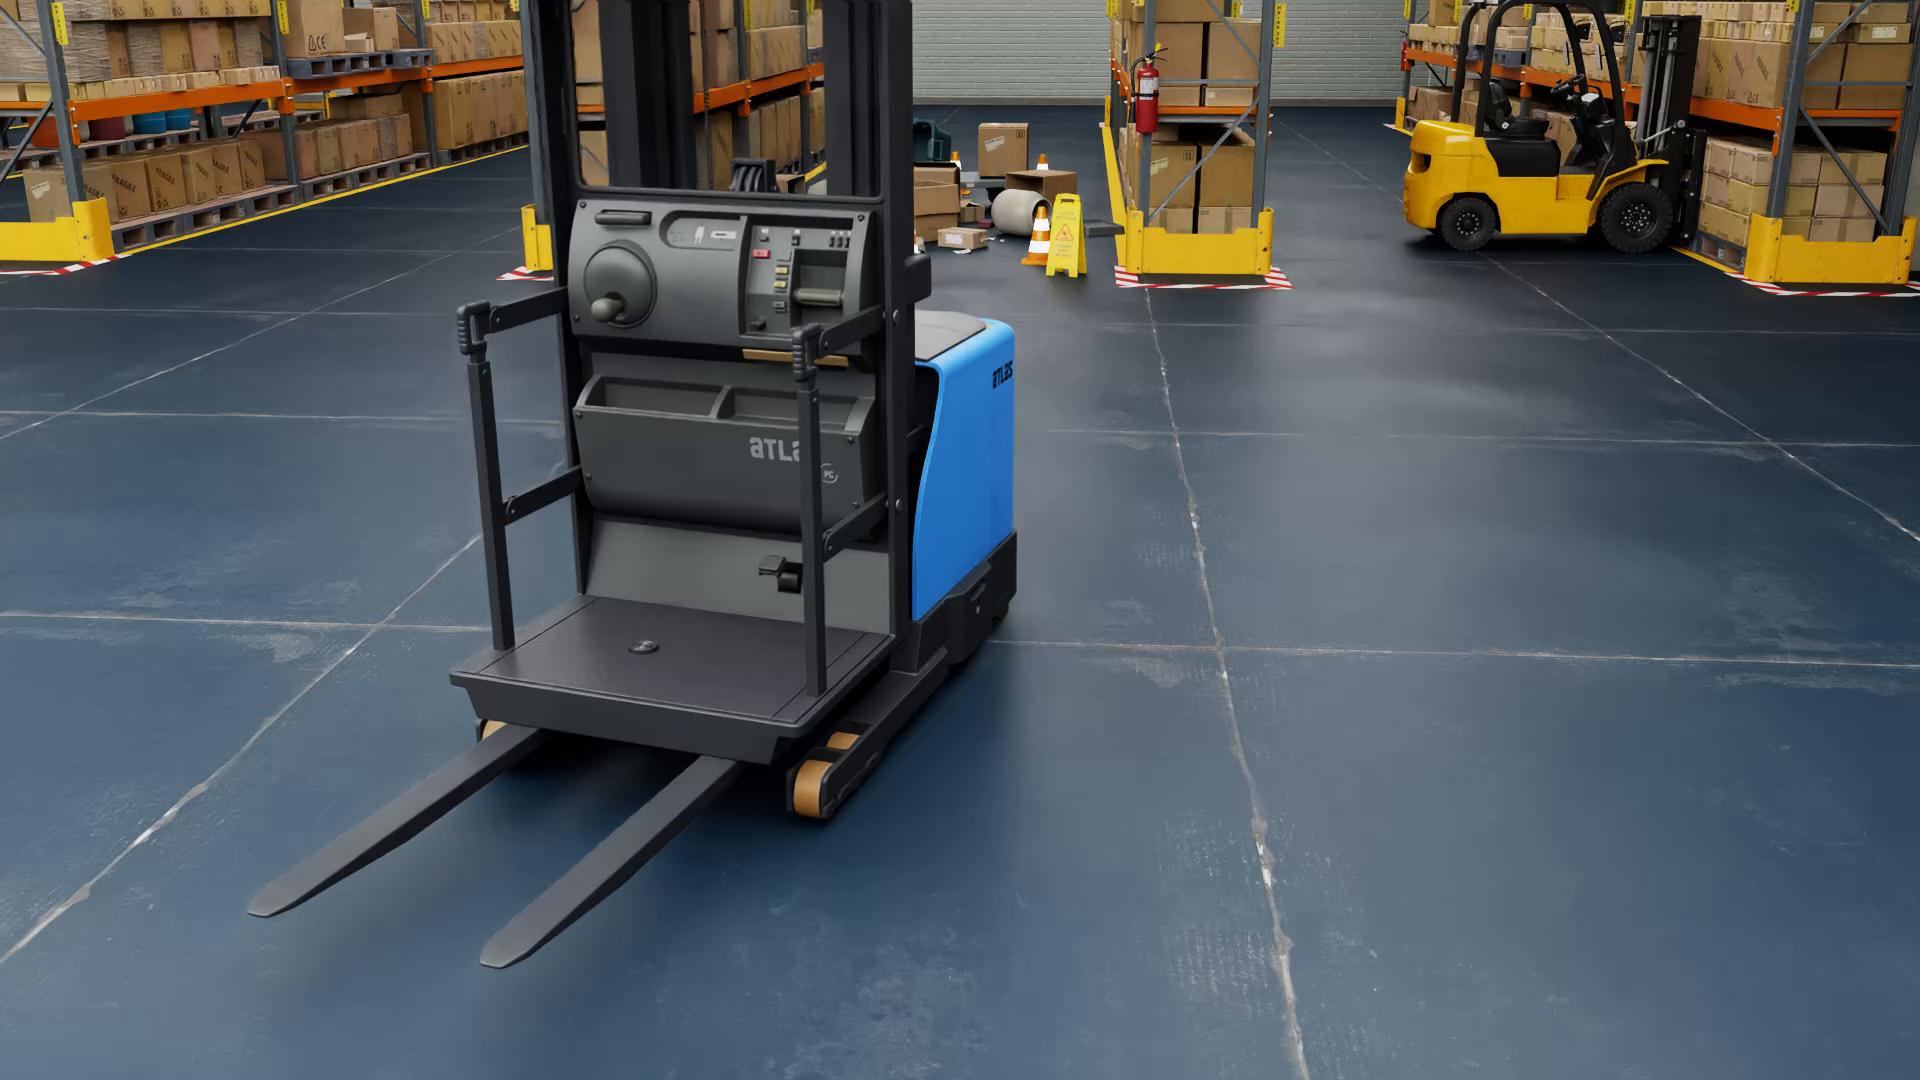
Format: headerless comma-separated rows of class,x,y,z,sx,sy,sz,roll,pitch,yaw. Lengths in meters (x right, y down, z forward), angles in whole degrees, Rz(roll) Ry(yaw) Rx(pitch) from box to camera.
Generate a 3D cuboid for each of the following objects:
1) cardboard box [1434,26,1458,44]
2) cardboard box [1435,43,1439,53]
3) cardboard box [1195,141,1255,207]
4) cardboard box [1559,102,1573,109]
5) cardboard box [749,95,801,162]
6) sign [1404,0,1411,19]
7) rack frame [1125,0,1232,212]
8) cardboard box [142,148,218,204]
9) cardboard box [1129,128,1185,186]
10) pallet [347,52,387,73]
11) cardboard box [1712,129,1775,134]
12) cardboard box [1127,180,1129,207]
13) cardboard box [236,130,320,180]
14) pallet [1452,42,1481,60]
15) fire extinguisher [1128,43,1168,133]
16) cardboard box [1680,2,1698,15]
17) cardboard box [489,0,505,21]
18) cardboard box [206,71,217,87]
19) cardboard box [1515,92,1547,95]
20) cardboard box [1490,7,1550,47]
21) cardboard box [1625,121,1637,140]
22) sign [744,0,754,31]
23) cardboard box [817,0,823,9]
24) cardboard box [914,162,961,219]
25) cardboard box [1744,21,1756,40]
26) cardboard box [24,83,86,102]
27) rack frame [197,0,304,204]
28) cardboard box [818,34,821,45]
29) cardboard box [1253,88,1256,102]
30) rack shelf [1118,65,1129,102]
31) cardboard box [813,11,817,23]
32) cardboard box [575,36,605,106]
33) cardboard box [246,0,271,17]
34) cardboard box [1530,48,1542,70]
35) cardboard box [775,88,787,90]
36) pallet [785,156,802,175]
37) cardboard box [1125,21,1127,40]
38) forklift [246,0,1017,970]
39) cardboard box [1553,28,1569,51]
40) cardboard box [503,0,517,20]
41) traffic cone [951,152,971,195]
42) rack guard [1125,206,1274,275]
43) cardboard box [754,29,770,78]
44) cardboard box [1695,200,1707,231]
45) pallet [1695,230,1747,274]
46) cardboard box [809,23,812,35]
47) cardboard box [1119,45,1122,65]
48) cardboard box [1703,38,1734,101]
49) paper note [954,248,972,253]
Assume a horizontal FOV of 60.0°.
cardboard box,7.620,-7.782,25.618,0.500,0.250,0.500,1,18,4
cardboard box,7.656,-7.702,26.014,0.380,0.149,0.250,1,18,4
cardboard box,2.280,-3.121,14.168,0.500,0.500,0.500,1,18,2
cardboard box,7.818,-5.470,21.098,0.380,0.149,0.250,2,18,7
cardboard box,-2.559,-5.127,20.692,1.050,0.750,0.750,1,18,3
sign,7.503,-8.903,27.887,0.100,0.325,0.005,1,18,4
rack frame,2.232,-4.863,16.945,1.000,3.000,0.127,1,18,4
cardboard box,-7.720,-3.599,16.431,0.500,0.500,0.500,0,18,-1
cardboard box,1.855,-3.607,15.651,0.500,0.500,0.500,2,18,7
pallet,-7.466,-5.619,19.563,1.003,0.211,1.213,1,18,4
cardboard box,7.270,-3.649,15.378,0.500,0.250,0.500,1,18,4
cardboard box,1.894,-3.412,16.261,0.500,0.250,0.500,2,18,7
cardboard box,-7.587,-4.295,18.522,0.700,0.500,0.500,0,18,0
pallet,7.591,-6.901,23.473,1.003,0.211,1.213,1,18,4
fire extinguisher,1.478,-3.558,13.089,0.296,0.674,0.183,1,18,4
cardboard box,6.814,-4.836,15.185,0.380,0.149,0.250,1,18,3
cardboard box,-7.116,-7.894,24.426,0.797,0.503,0.637,1,18,2
cardboard box,-7.513,-4.504,16.254,0.380,0.149,0.250,1,18,4
cardboard box,8.004,-6.199,23.323,0.380,0.149,0.250,0,18,1
cardboard box,7.403,-6.755,21.881,0.797,0.503,0.637,1,18,3
cardboard box,6.836,-3.978,16.381,0.500,0.250,0.500,1,18,3
sign,-2.159,-5.379,17.003,0.100,0.325,0.005,1,18,4
cardboard box,-1.863,-8.225,24.963,0.500,0.500,0.500,2,18,5
cardboard box,-0.395,-3.391,16.246,0.797,0.637,0.503,1,18,4
cardboard box,6.740,-4.216,13.771,0.380,0.149,0.250,1,18,4
cardboard box,-7.681,-3.805,14.122,0.380,0.149,0.250,1,18,4
rack frame,-7.652,-5.084,17.621,1.000,3.000,0.127,1,18,4
cardboard box,-2.099,-6.810,22.619,0.380,0.149,0.250,2,18,5
cardboard box,2.280,-3.761,13.987,0.380,0.149,0.250,1,18,2
rack shelf,2.376,-5.142,18.953,1.077,0.370,4.000,1,18,4
cardboard box,-2.123,-7.012,22.279,0.380,0.149,0.250,2,18,6
cardboard box,-3.018,-3.887,13.727,0.875,0.550,0.550,1,18,4
cardboard box,-7.410,-5.602,16.958,0.500,0.500,0.500,1,18,4
cardboard box,7.195,-5.792,20.022,0.500,0.250,0.500,1,18,4
cardboard box,-2.613,-5.927,22.331,0.500,0.250,0.500,2,18,5
pallet,-2.557,-4.616,20.670,1.003,0.211,1.213,1,18,4
cardboard box,2.226,-6.197,19.704,0.500,0.500,0.500,2,18,7
forklift,-0.765,-0.765,4.552,1.130,2.935,3.031,6,19,19
cardboard box,7.102,-5.712,18.974,0.500,0.250,0.500,1,18,3
cardboard box,-6.789,-8.138,25.500,0.500,0.500,0.500,1,18,4
traffic cone,-0.052,-4.186,18.954,0.336,0.463,0.334,1,18,4
rack guard,1.951,-2.456,13.615,1.175,0.500,0.348,1,18,4
cardboard box,-2.371,-5.303,18.130,0.500,0.500,0.500,1,18,4
cardboard box,6.705,-2.866,14.593,0.500,0.250,0.500,1,18,5
pallet,6.910,-2.424,13.981,1.003,0.211,1.213,1,18,4
cardboard box,-2.157,-6.718,21.861,0.380,0.149,0.250,1,18,2
cardboard box,2.296,-6.196,21.257,0.500,0.250,0.500,1,18,2
cardboard box,6.753,-4.037,14.265,0.500,0.500,0.500,1,18,3
paper note,0.028,-2.547,14.648,0.148,0.019,0.142,-5,19,-15
